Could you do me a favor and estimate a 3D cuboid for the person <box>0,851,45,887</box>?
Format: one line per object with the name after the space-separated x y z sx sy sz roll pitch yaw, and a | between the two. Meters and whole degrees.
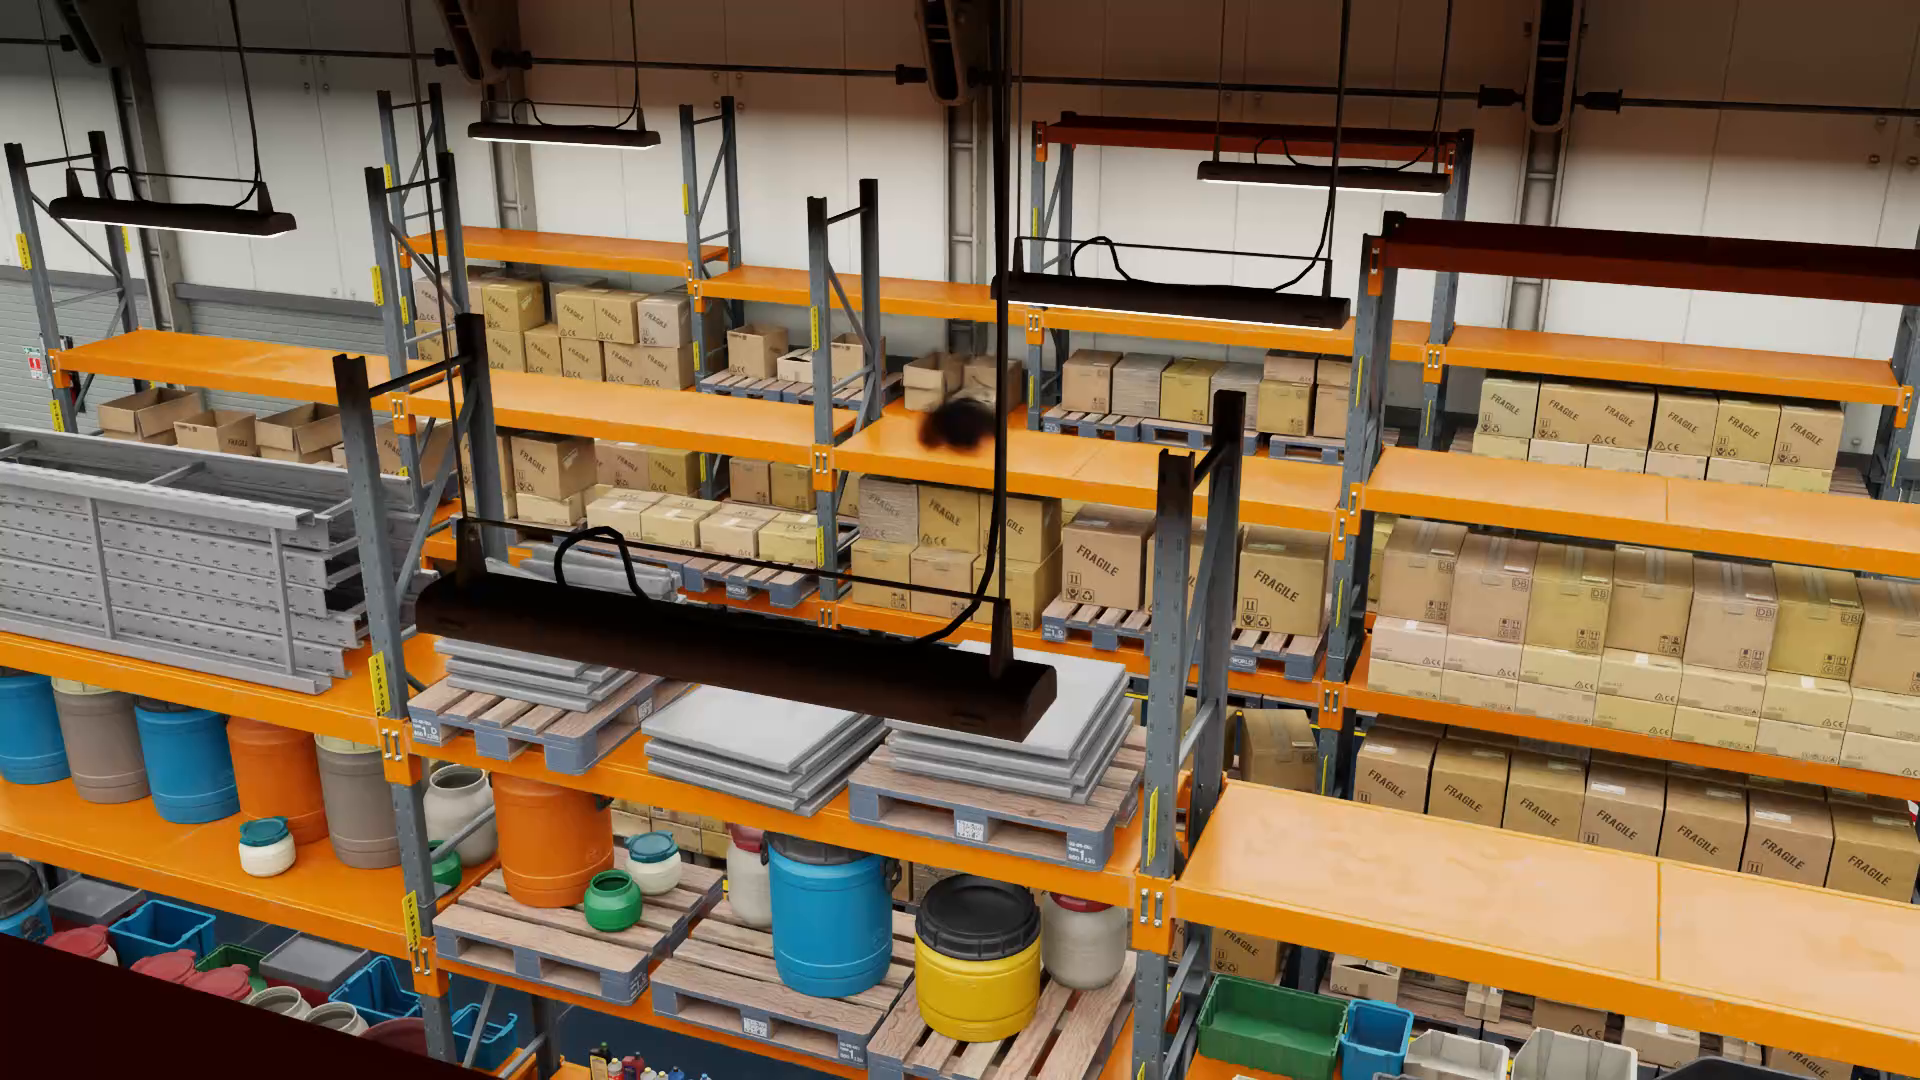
-8.047 2.375 13.893 0.694 1.588 0.604 10 23 25 | person
